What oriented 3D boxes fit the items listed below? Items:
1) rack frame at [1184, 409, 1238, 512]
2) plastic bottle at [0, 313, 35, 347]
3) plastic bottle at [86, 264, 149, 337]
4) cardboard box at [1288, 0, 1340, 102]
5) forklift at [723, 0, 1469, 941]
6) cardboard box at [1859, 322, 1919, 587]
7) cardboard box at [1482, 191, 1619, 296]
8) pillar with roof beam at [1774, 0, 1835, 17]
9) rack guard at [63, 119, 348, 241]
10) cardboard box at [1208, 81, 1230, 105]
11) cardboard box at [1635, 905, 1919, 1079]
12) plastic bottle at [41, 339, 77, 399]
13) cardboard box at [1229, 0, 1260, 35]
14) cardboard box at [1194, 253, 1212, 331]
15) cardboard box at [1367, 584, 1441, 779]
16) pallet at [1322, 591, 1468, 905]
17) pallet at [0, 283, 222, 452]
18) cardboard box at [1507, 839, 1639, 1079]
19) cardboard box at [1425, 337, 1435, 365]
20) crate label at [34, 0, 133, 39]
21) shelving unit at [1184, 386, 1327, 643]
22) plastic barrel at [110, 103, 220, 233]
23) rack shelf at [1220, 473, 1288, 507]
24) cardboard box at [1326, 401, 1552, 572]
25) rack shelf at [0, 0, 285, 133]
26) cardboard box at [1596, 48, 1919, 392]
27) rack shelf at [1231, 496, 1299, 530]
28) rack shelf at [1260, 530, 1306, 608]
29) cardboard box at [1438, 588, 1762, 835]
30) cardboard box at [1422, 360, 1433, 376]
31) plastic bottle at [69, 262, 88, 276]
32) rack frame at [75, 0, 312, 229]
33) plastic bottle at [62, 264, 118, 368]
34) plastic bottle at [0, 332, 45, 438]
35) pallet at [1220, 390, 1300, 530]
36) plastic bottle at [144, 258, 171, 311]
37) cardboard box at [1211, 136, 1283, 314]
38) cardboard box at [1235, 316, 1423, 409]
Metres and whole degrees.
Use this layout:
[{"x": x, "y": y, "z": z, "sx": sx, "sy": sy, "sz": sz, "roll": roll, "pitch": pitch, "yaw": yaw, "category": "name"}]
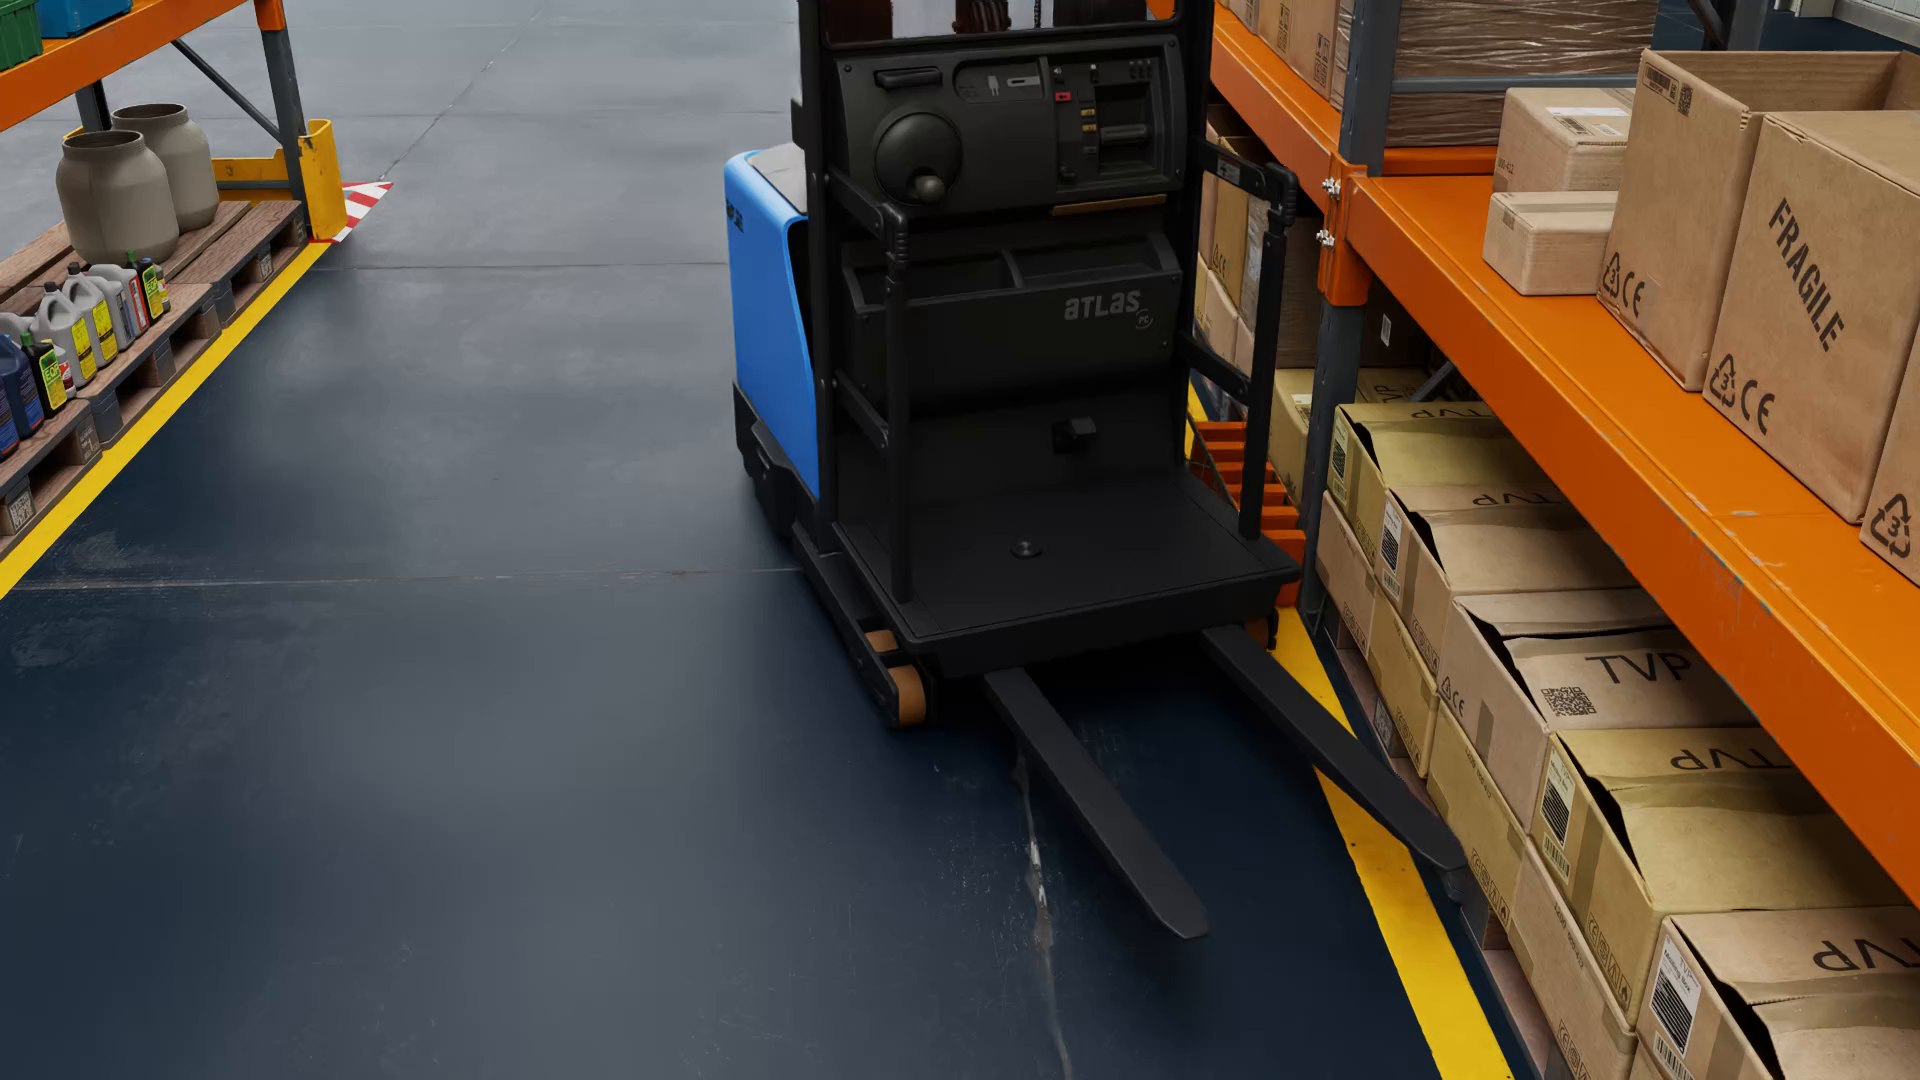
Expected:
[{"x": 0.762, "y": -0.110, "z": 5.059, "sx": 0.006, "sy": 0.240, "sz": 1.200, "roll": -1, "pitch": 35, "yaw": -9, "category": "rack frame"}, {"x": -3.271, "y": -0.668, "z": 5.756, "sx": 0.152, "sy": 0.276, "sz": 0.135, "roll": -1, "pitch": 28, "yaw": -3, "category": "plastic bottle"}, {"x": -3.154, "y": -0.909, "z": 6.220, "sx": 0.152, "sy": 0.276, "sz": 0.135, "roll": -1, "pitch": 28, "yaw": -2, "category": "plastic bottle"}, {"x": 1.419, "y": -1.640, "z": 5.042, "sx": 0.700, "sy": 0.500, "sz": 0.500, "roll": -2, "pitch": 28, "yaw": -3, "category": "cardboard box"}, {"x": 0.223, "y": -1.027, "z": 4.049, "sx": 1.130, "sy": 2.935, "sz": 3.031, "roll": -10, "pitch": 29, "yaw": -18, "category": "forklift"}, {"x": 1.587, "y": -0.119, "z": 2.126, "sx": 0.500, "sy": 0.500, "sz": 0.500, "roll": -3, "pitch": 28, "yaw": -5, "category": "cardboard box"}, {"x": 1.324, "y": -0.622, "z": 3.470, "sx": 0.380, "sy": 0.149, "sz": 0.250, "roll": -1, "pitch": 28, "yaw": -3, "category": "cardboard box"}, {"x": 2.508, "y": -8.140, "z": 11.127, "sx": 9.100, "sy": 9.000, "sz": 0.400, "roll": -1, "pitch": 28, "yaw": -3, "category": "pillar with roof beam"}, {"x": -3.623, "y": -1.734, "z": 8.035, "sx": 1.175, "sy": 0.500, "sz": 0.348, "roll": -1, "pitch": 28, "yaw": -3, "category": "rack guard"}, {"x": 1.146, "y": -1.580, "z": 6.743, "sx": 0.500, "sy": 0.500, "sz": 0.500, "roll": -1, "pitch": 28, "yaw": -3, "category": "cardboard box"}, {"x": 1.361, "y": 0.775, "z": 2.433, "sx": 0.500, "sy": 0.311, "sz": 0.500, "roll": -2, "pitch": 28, "yaw": -3, "category": "cardboard box"}, {"x": -3.094, "y": -0.585, "z": 5.678, "sx": 0.097, "sy": 0.201, "sz": 0.097, "roll": 0, "pitch": 28, "yaw": 0, "category": "plastic bottle"}, {"x": 1.369, "y": -2.108, "z": 5.940, "sx": 0.700, "sy": 0.500, "sz": 0.500, "roll": -1, "pitch": 28, "yaw": -1, "category": "cardboard box"}, {"x": 1.156, "y": -1.016, "z": 6.473, "sx": 0.500, "sy": 0.250, "sz": 0.500, "roll": -1, "pitch": 28, "yaw": -3, "category": "cardboard box"}, {"x": 1.281, "y": 0.314, "z": 3.923, "sx": 0.500, "sy": 0.250, "sz": 0.500, "roll": -1, "pitch": 28, "yaw": -1, "category": "cardboard box"}, {"x": 1.560, "y": 0.428, "z": 4.200, "sx": 1.003, "sy": 0.211, "sz": 1.213, "roll": -1, "pitch": 28, "yaw": -3, "category": "pallet"}, {"x": -3.525, "y": -0.669, "z": 6.304, "sx": 1.003, "sy": 0.211, "sz": 1.213, "roll": -1, "pitch": 28, "yaw": -3, "category": "pallet"}, {"x": 1.337, "y": 0.788, "z": 3.014, "sx": 0.500, "sy": 0.250, "sz": 0.500, "roll": -1, "pitch": 28, "yaw": -2, "category": "cardboard box"}, {"x": 1.737, "y": -0.899, "z": 5.439, "sx": 0.500, "sy": 0.500, "sz": 0.500, "roll": -1, "pitch": 28, "yaw": -3, "category": "cardboard box"}, {"x": -3.307, "y": -2.049, "z": 5.896, "sx": 0.502, "sy": 0.435, "sz": 0.616, "roll": -1, "pitch": 28, "yaw": -3, "category": "crate label"}, {"x": 0.852, "y": -0.112, "z": 5.074, "sx": 0.189, "sy": 0.258, "sz": 1.200, "roll": -1, "pitch": 35, "yaw": -9, "category": "shelving unit"}, {"x": -3.563, "y": -1.658, "z": 7.421, "sx": 0.421, "sy": 0.512, "sz": 0.421, "roll": 0, "pitch": 28, "yaw": 0, "category": "plastic barrel"}, {"x": 0.863, "y": -0.068, "z": 5.013, "sx": 0.180, "sy": 0.258, "sz": 0.103, "roll": -1, "pitch": 35, "yaw": -9, "category": "rack shelf"}, {"x": 1.255, "y": -0.166, "z": 4.238, "sx": 0.500, "sy": 0.311, "sz": 0.500, "roll": -1, "pitch": 28, "yaw": -2, "category": "cardboard box"}, {"x": -3.569, "y": -1.634, "z": 5.917, "sx": 1.077, "sy": 0.370, "sz": 4.000, "roll": -1, "pitch": 28, "yaw": -3, "category": "rack shelf"}, {"x": 1.534, "y": -0.593, "z": 3.036, "sx": 0.500, "sy": 0.500, "sz": 0.500, "roll": 1, "pitch": 28, "yaw": 1, "category": "cardboard box"}, {"x": 0.880, "y": 0.001, "z": 4.916, "sx": 0.180, "sy": 0.258, "sz": 0.103, "roll": -1, "pitch": 35, "yaw": -9, "category": "rack shelf"}, {"x": 0.897, "y": 0.070, "z": 4.819, "sx": 0.180, "sy": 0.258, "sz": 0.103, "roll": -1, "pitch": 35, "yaw": -9, "category": "rack shelf"}, {"x": 1.304, "y": 0.304, "z": 3.336, "sx": 0.500, "sy": 0.311, "sz": 0.500, "roll": -2, "pitch": 28, "yaw": -4, "category": "cardboard box"}, {"x": 1.740, "y": -0.567, "z": 5.612, "sx": 0.500, "sy": 0.250, "sz": 0.500, "roll": -1, "pitch": 28, "yaw": -3, "category": "cardboard box"}, {"x": -3.260, "y": -0.910, "z": 6.212, "sx": 0.061, "sy": 0.283, "sz": 0.133, "roll": -1, "pitch": 28, "yaw": -3, "category": "plastic bottle"}, {"x": -3.673, "y": -2.877, "z": 7.522, "sx": 1.000, "sy": 3.000, "sz": 0.127, "roll": -1, "pitch": 28, "yaw": -3, "category": "rack frame"}, {"x": -3.134, "y": -0.802, "z": 5.933, "sx": 0.144, "sy": 0.351, "sz": 0.185, "roll": 0, "pitch": 28, "yaw": -1, "category": "plastic bottle"}, {"x": -3.102, "y": -0.520, "z": 5.392, "sx": 0.144, "sy": 0.351, "sz": 0.185, "roll": -3, "pitch": 28, "yaw": -5, "category": "plastic bottle"}, {"x": 1.483, "y": -0.279, "z": 5.557, "sx": 1.003, "sy": 0.211, "sz": 1.213, "roll": -1, "pitch": 28, "yaw": -3, "category": "pallet"}, {"x": -3.140, "y": -0.993, "z": 6.461, "sx": 0.097, "sy": 0.201, "sz": 0.097, "roll": 0, "pitch": 28, "yaw": 0, "category": "plastic bottle"}, {"x": 1.195, "y": -1.118, "z": 5.858, "sx": 0.500, "sy": 0.500, "sz": 0.500, "roll": -1, "pitch": 28, "yaw": -3, "category": "cardboard box"}, {"x": 1.223, "y": -0.554, "z": 5.588, "sx": 0.500, "sy": 0.250, "sz": 0.500, "roll": -1, "pitch": 28, "yaw": -3, "category": "cardboard box"}]
